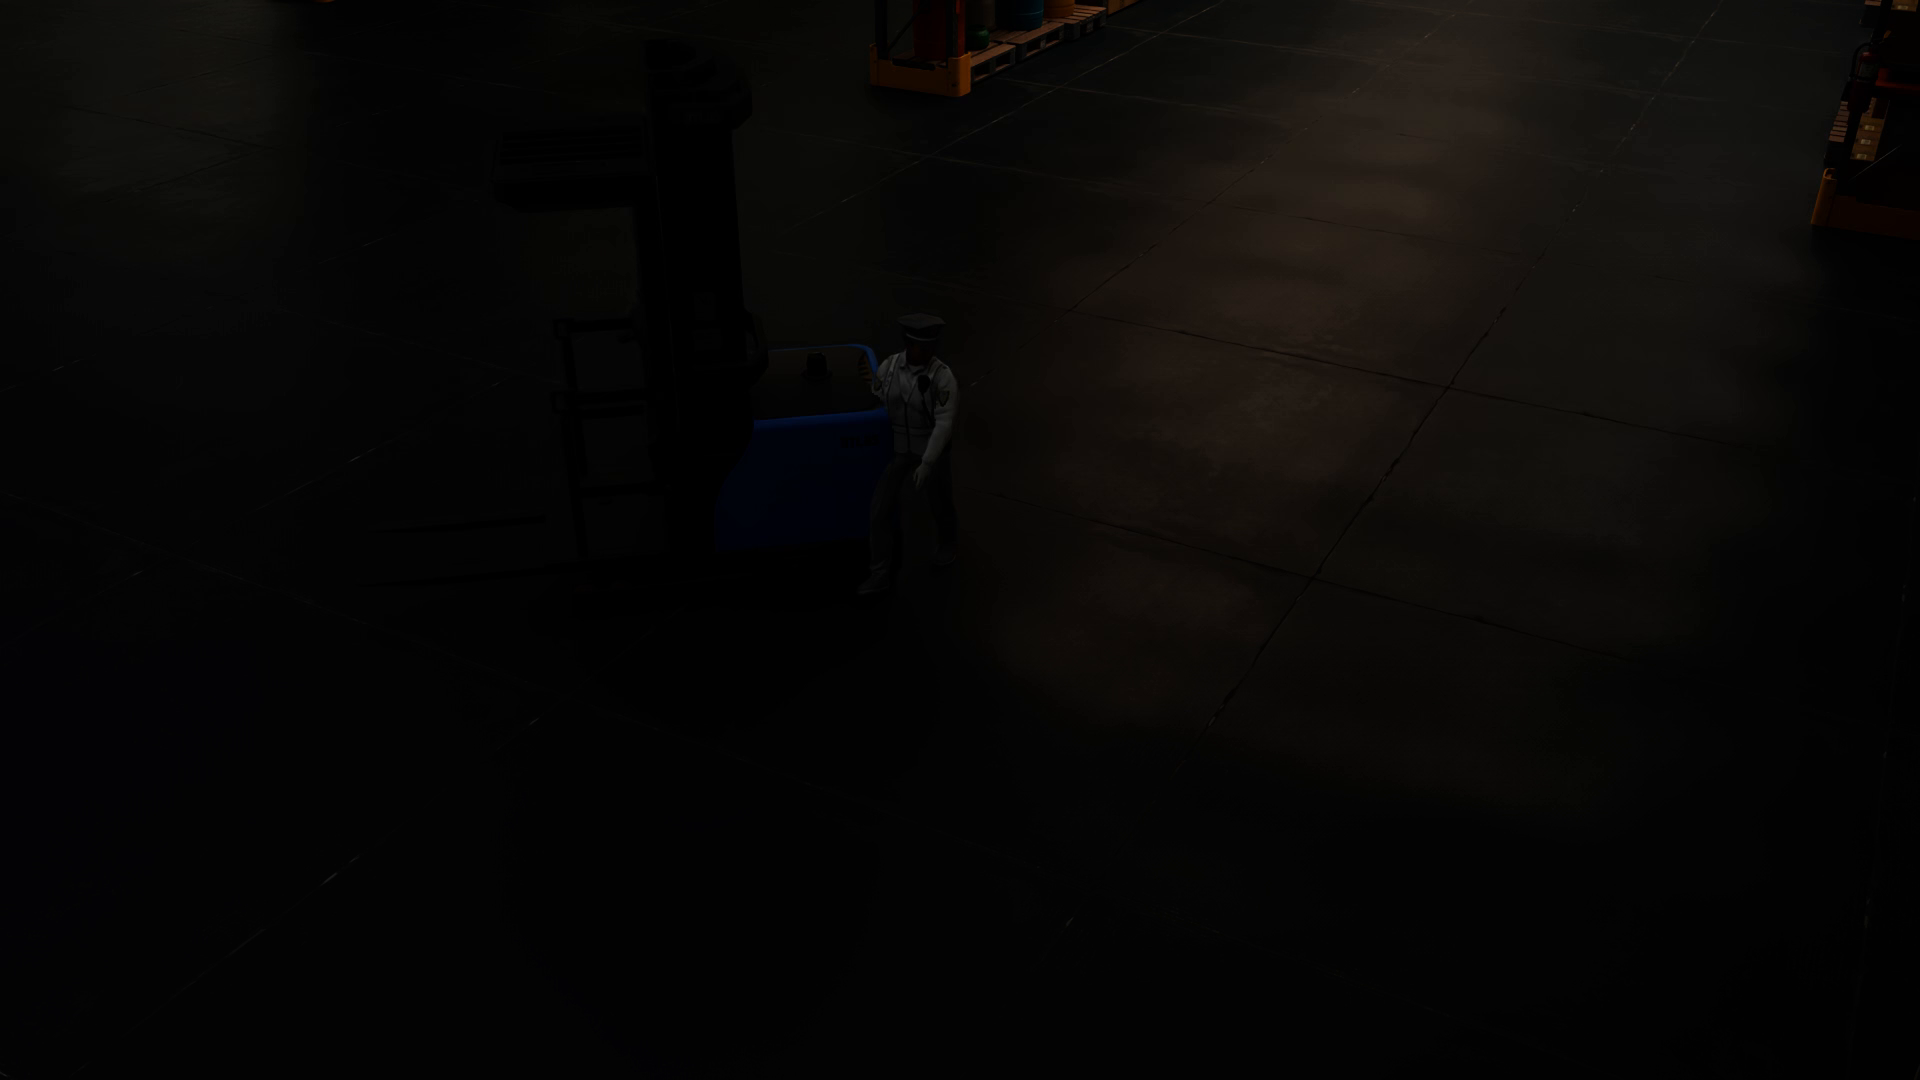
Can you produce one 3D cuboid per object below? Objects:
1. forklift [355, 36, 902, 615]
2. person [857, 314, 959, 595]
[{"bbox_3d":[-1.904,-1.141,9.048,3.031,2.935,1.130,-6,30,-10],"label":"forklift"},{"bbox_3d":[-0.306,-0.474,9.246,0.611,1.599,0.819,8,31,13],"label":"person"}]
